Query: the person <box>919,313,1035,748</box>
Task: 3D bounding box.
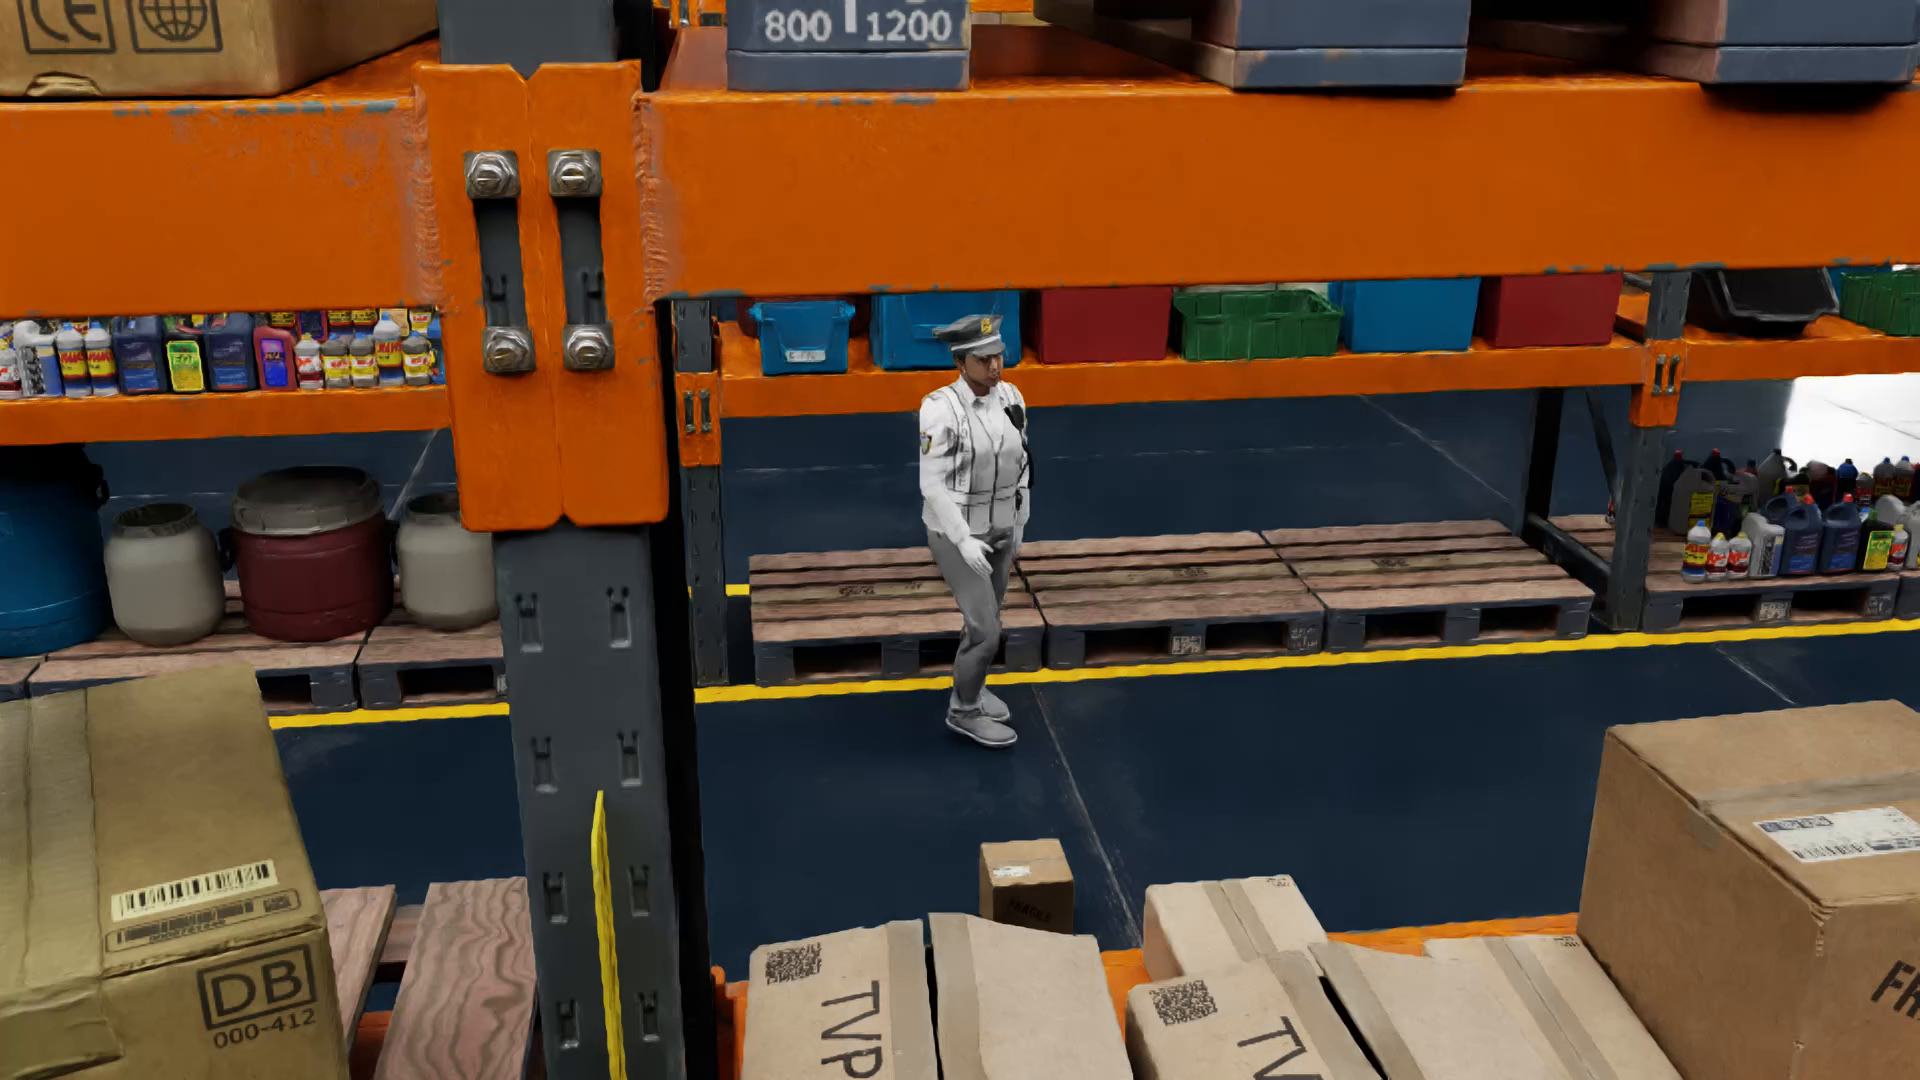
[{"bbox_3d":[0.055,-0.044,6.183,0.477,1.659,0.494,-13,24,-32],"label":"person"}]
